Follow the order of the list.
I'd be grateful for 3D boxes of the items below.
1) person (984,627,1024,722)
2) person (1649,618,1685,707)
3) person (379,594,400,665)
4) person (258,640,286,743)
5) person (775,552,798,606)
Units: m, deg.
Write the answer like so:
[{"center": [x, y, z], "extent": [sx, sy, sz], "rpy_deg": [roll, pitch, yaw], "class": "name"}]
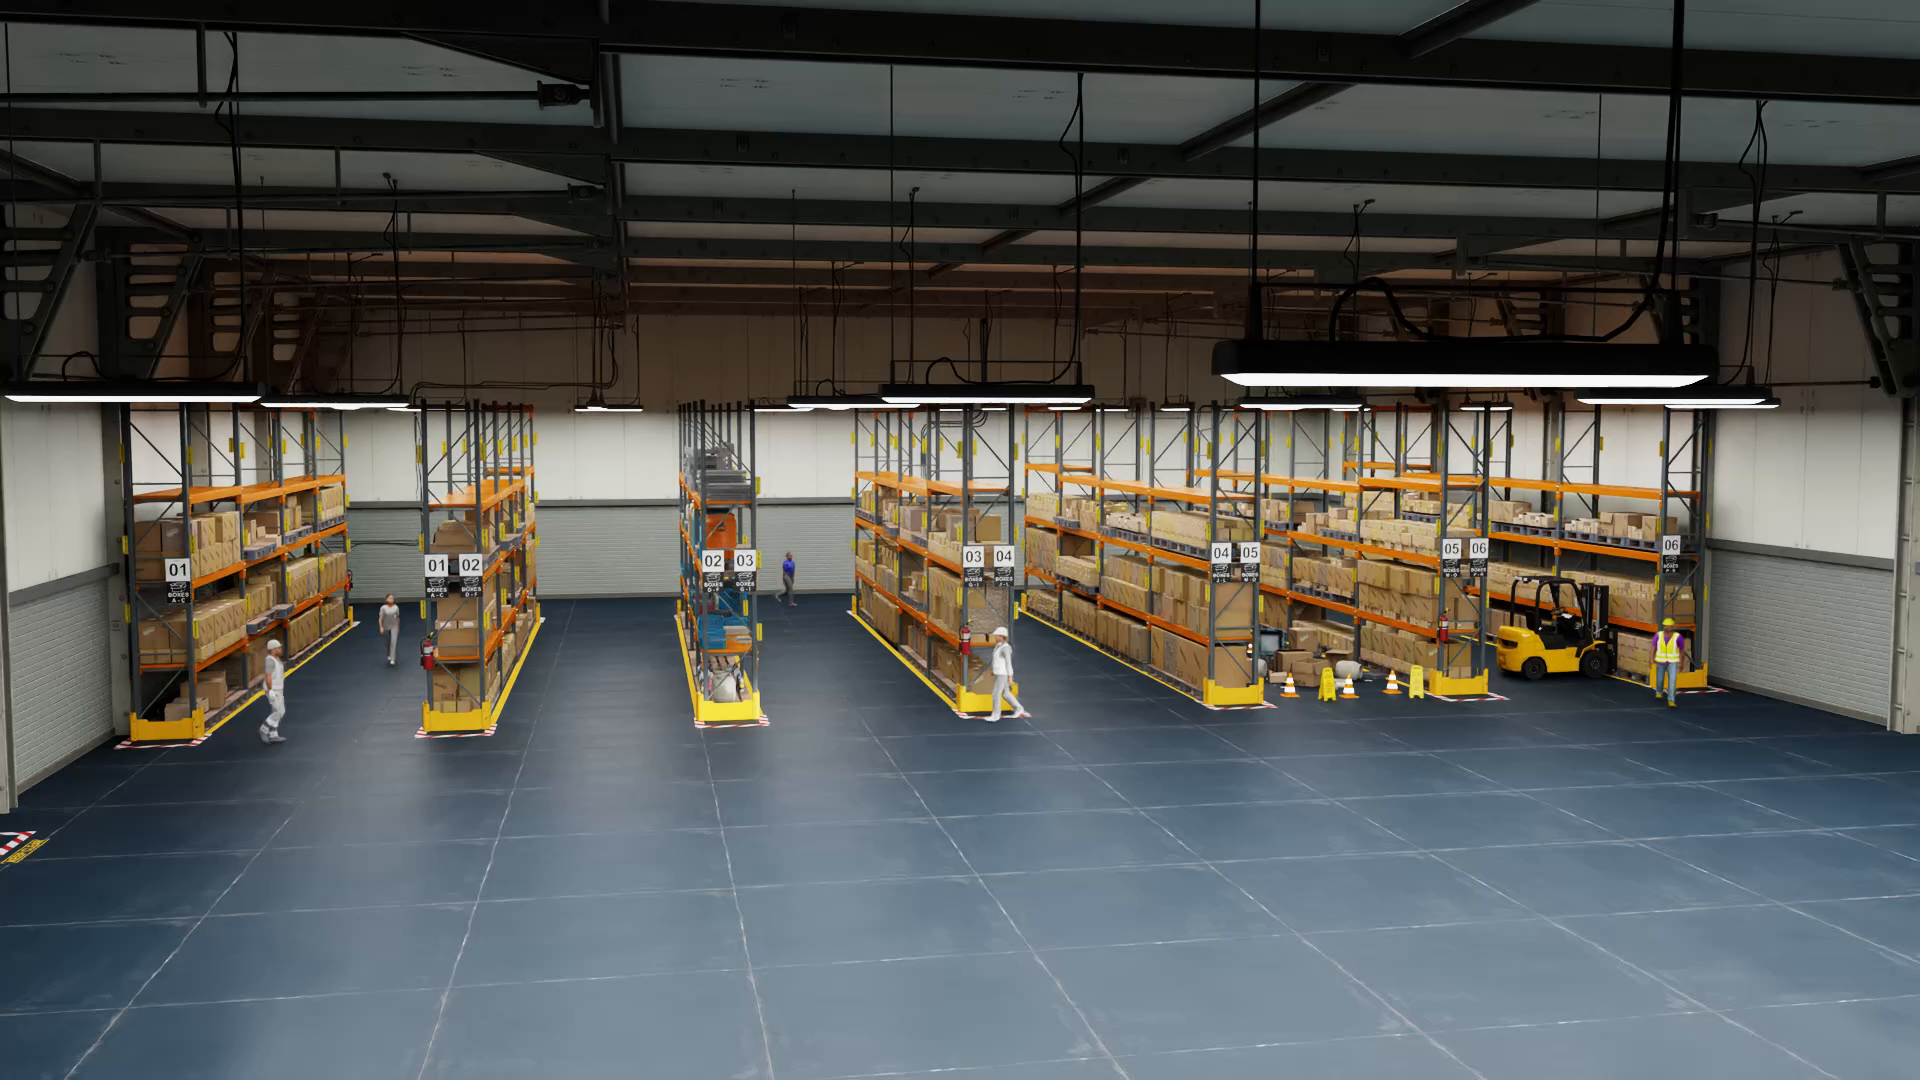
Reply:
[{"center": [0.818, 2.504, 31.131], "extent": [0.820, 1.763, 0.542], "rpy_deg": [-1, 4, -8], "class": "person"}, {"center": [13.903, 2.388, 32.711], "extent": [0.653, 1.713, 1.109], "rpy_deg": [2, 5, 20], "class": "person"}, {"center": [-13.086, 2.029, 38.128], "extent": [0.432, 1.612, 1.082], "rpy_deg": [-1, 4, -14], "class": "person"}, {"center": [-11.965, 2.629, 28.928], "extent": [0.472, 1.788, 0.580], "rpy_deg": [-1, 4, -8], "class": "person"}, {"center": [-5.191, 1.154, 49.786], "extent": [0.861, 1.602, 0.444], "rpy_deg": [2, 5, 25], "class": "person"}]
